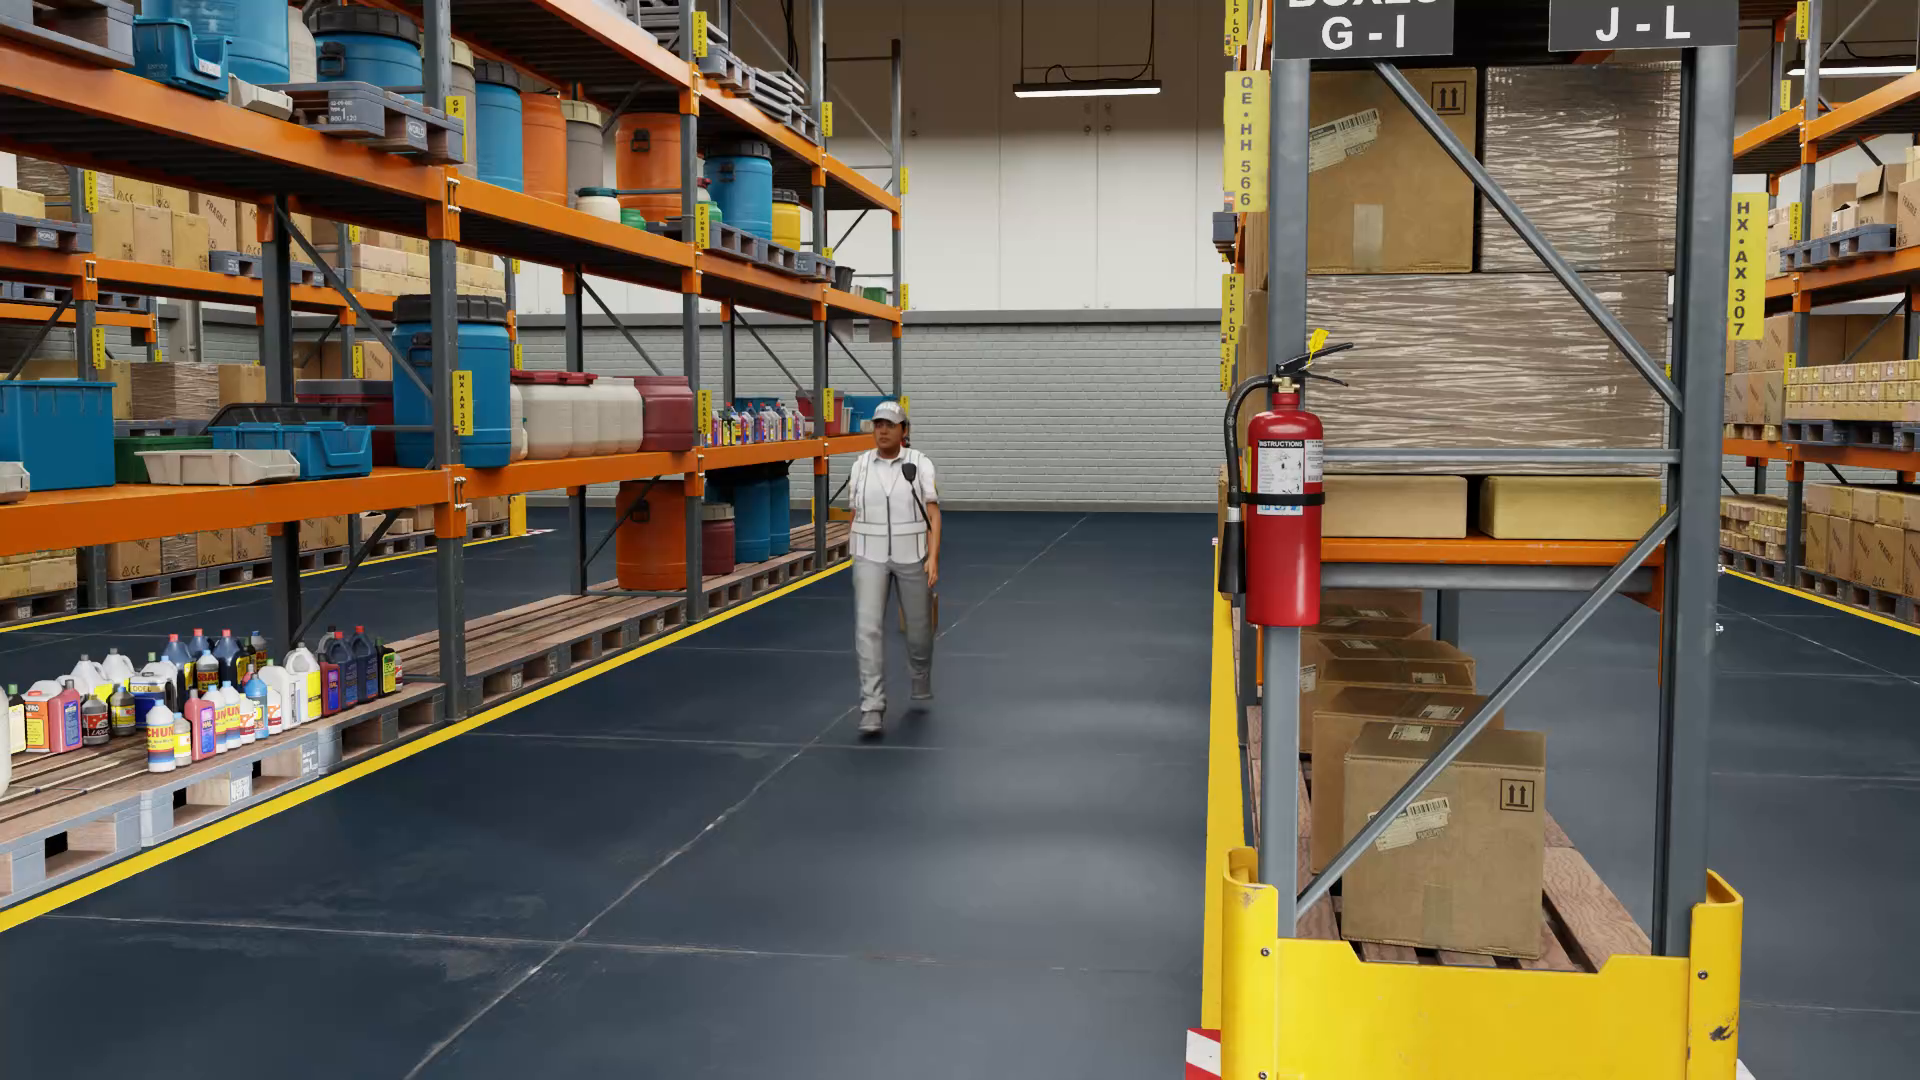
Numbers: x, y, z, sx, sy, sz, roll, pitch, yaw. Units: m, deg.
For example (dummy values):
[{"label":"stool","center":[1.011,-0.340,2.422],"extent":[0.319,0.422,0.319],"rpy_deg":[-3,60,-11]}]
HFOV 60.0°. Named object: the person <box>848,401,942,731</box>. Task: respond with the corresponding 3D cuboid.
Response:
[{"label":"person","center":[-0.332,0.105,8.464],"extent":[0.480,1.617,0.949],"rpy_deg":[0,5,1]}]
